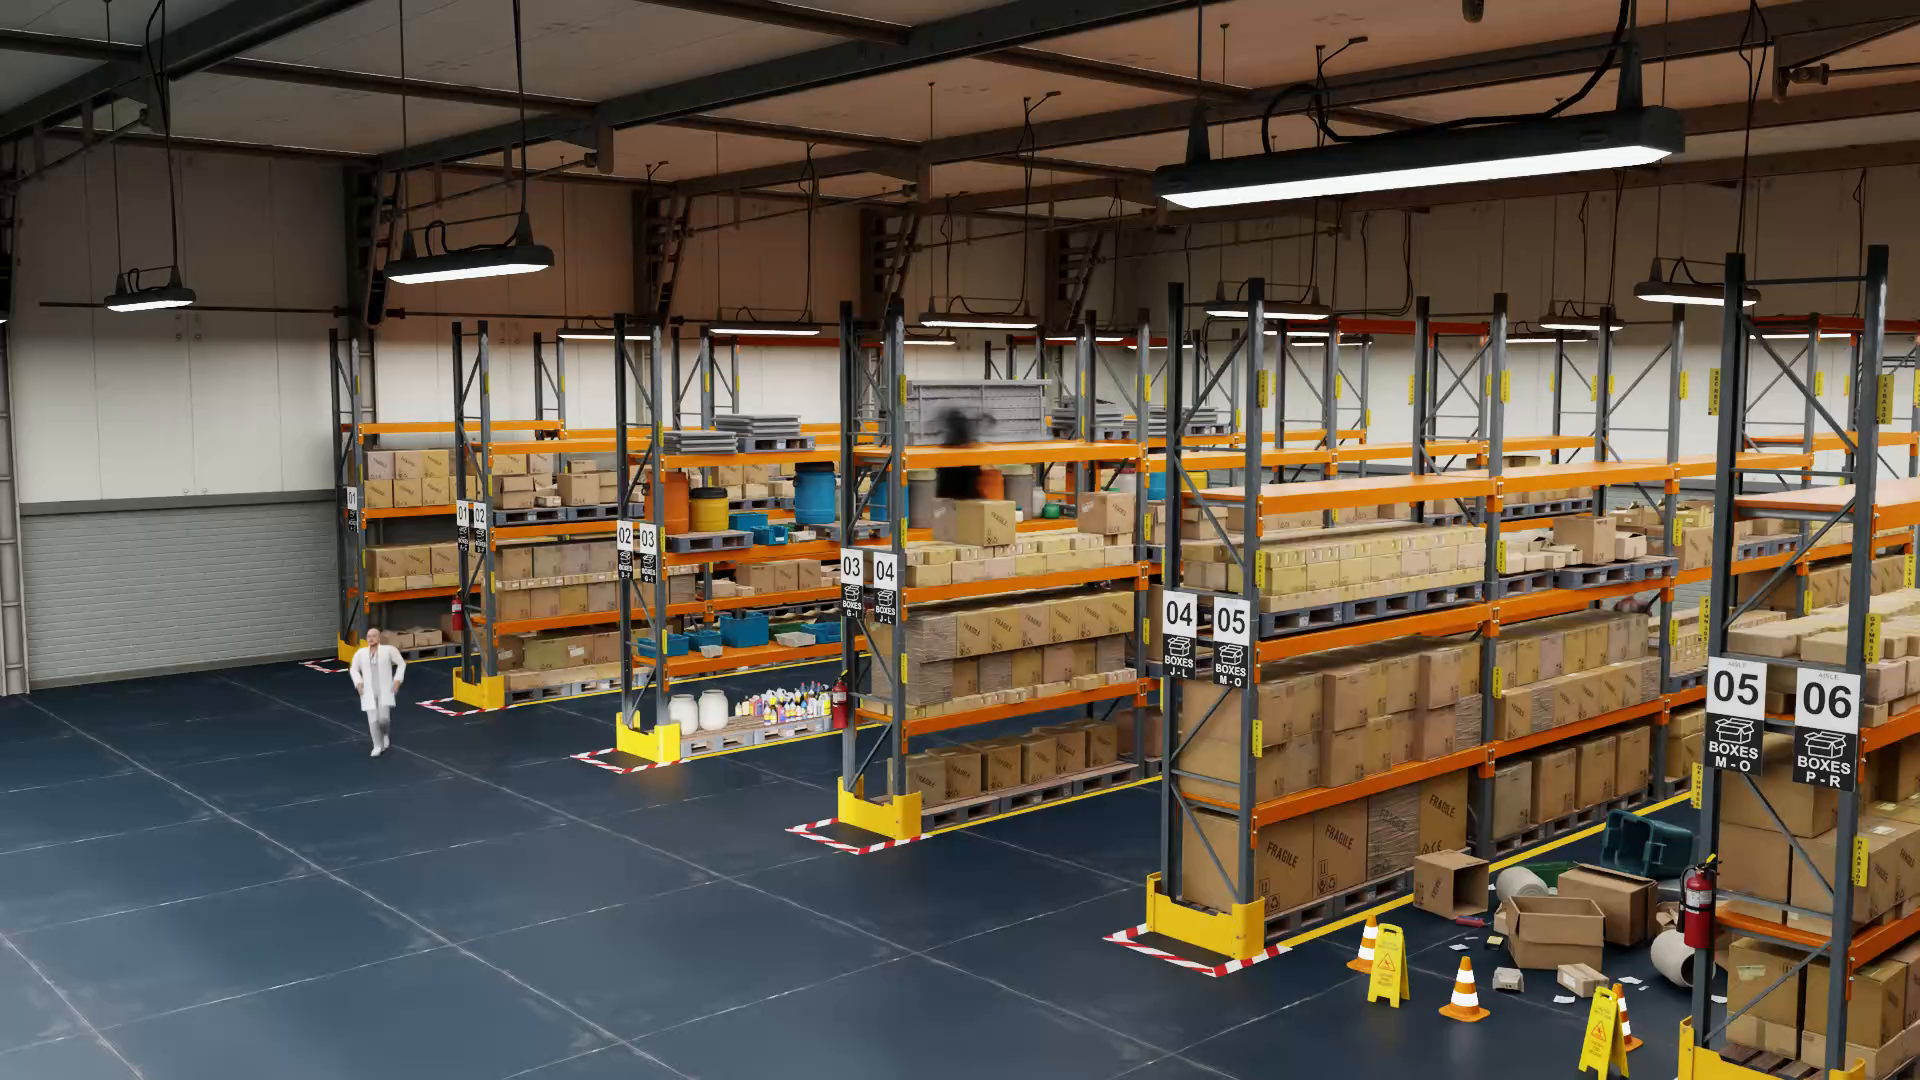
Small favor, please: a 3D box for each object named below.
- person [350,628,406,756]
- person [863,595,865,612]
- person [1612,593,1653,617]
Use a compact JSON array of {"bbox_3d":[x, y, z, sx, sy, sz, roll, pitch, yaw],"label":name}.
[{"bbox_3d":[-7.938,2.070,22.647,0.717,1.740,0.570,-1,6,-11],"label":"person"},{"bbox_3d":[-2.108,0.988,33.620,0.858,1.765,0.686,-4,7,-37],"label":"person"},{"bbox_3d":[10.996,1.617,27.276,0.728,1.749,0.825,5,8,43],"label":"person"}]
